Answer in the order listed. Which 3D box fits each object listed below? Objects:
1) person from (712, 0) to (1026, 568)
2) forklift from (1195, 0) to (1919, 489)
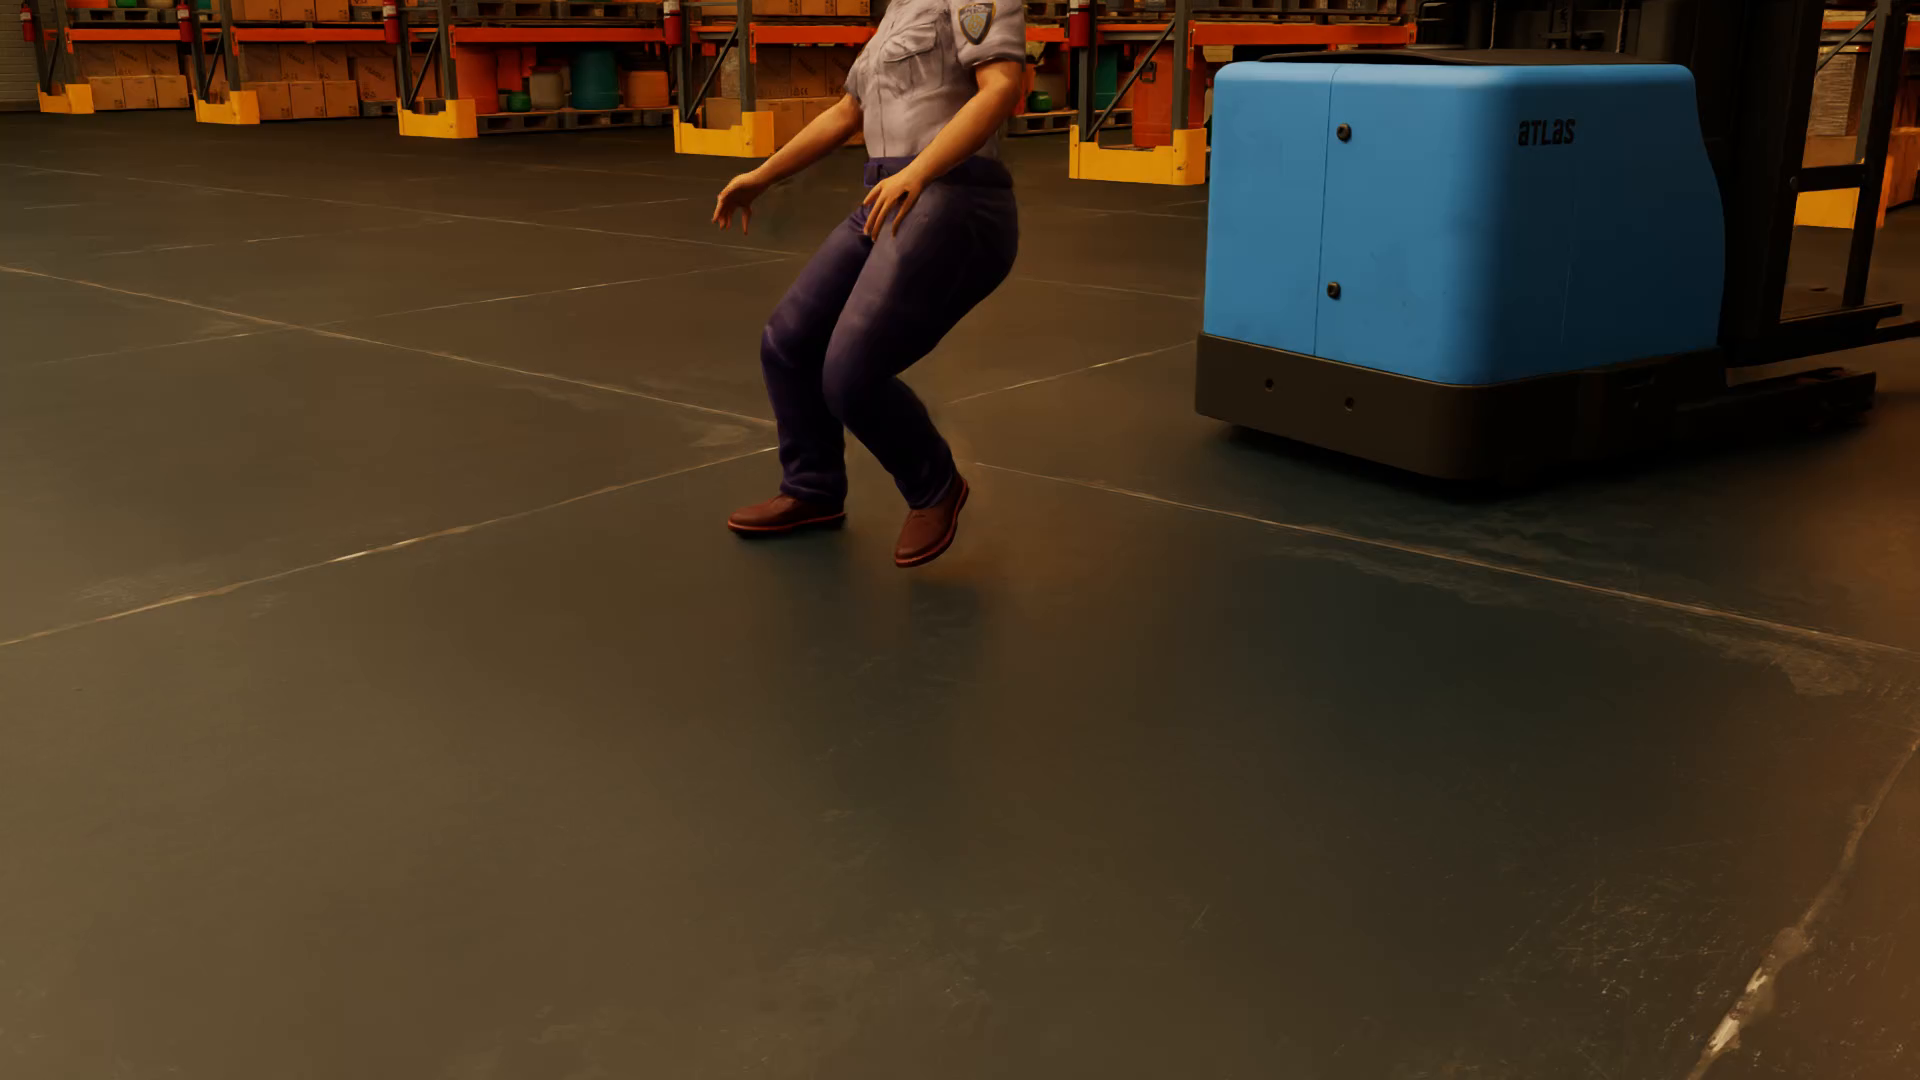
[{"bbox_3d":[-0.193,-0.705,3.616,0.537,1.531,0.747,-8,18,-23],"label":"person"},{"bbox_3d":[2.209,-1.843,4.967,3.031,2.935,1.130,-11,20,-32],"label":"forklift"}]
